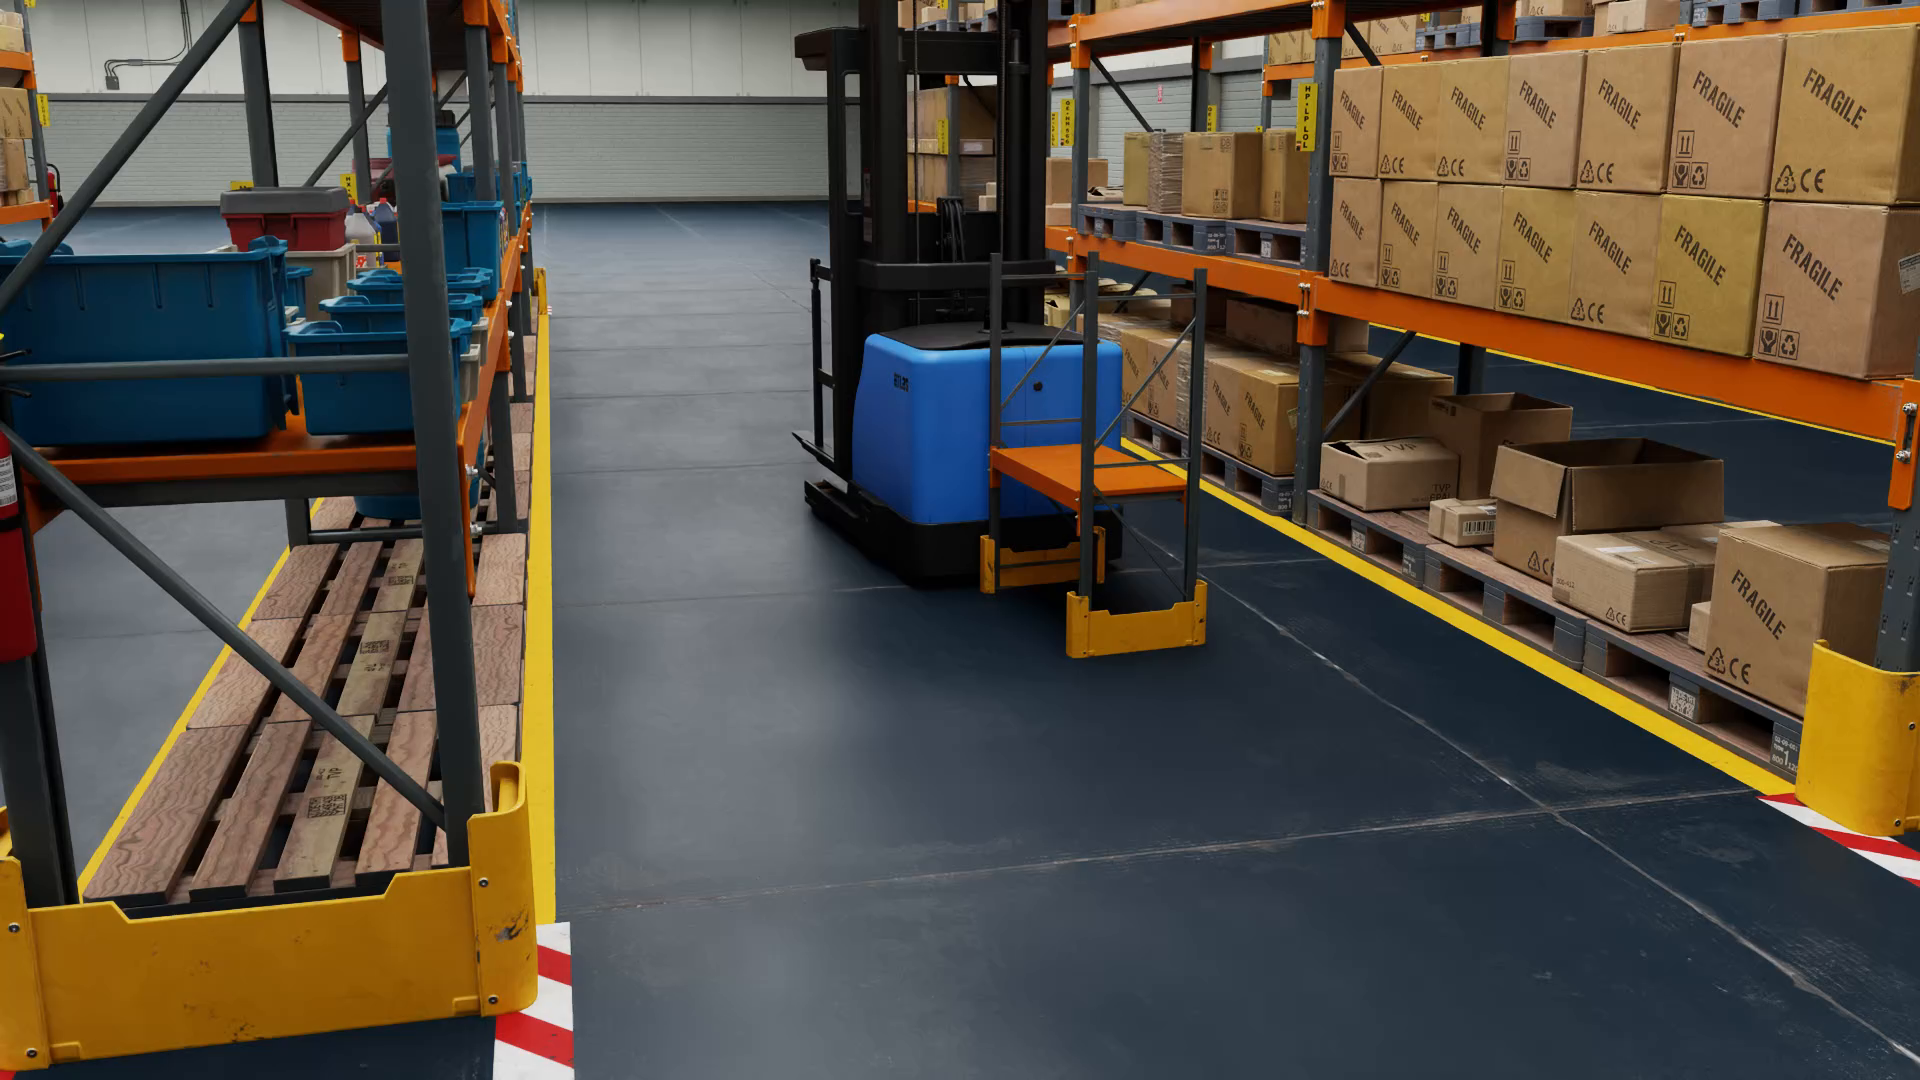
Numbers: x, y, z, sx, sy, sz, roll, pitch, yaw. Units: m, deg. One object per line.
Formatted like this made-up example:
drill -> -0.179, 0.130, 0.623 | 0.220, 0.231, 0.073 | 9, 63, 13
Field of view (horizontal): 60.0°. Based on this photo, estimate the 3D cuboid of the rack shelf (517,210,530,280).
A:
rack shelf -> -3.970, -2.321, 13.124 | 1.077, 0.370, 4.000 | -3, 14, -13

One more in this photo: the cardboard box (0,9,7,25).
cardboard box -> -9.707, -5.187, 16.492 | 0.380, 0.149, 0.250 | -4, 14, -16

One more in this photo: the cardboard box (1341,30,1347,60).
cardboard box -> 4.450, -5.664, 18.716 | 0.500, 0.500, 0.500 | -2, 14, -10

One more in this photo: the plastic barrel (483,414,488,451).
plastic barrel -> -2.884, -0.707, 9.359 | 0.421, 0.512, 0.421 | 0, 14, 0

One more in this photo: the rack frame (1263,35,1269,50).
rack frame -> 4.251, -7.521, 20.253 | 1.000, 3.000, 0.127 | -3, 14, -13

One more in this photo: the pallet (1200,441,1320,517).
pallet -> 2.027, -0.393, 9.590 | 1.003, 0.211, 1.213 | -3, 14, -13

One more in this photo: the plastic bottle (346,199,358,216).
plastic bottle -> -3.353, -1.711, 9.213 | 0.144, 0.351, 0.185 | -3, 14, -13

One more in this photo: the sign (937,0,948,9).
sign -> -0.163, -5.123, 15.499 | 0.100, 0.325, 0.005 | -3, 14, -13

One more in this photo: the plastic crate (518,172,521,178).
plastic crate -> -3.878, -2.887, 13.959 | 0.392, 0.384, 0.575 | -3, 14, -13

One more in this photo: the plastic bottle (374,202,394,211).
plastic bottle -> -3.713, -2.031, 10.683 | 0.152, 0.276, 0.135 | -3, 14, -13

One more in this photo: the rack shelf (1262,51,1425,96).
rack shelf -> 4.721, -5.254, 18.806 | 1.077, 0.370, 4.000 | -3, 14, -13

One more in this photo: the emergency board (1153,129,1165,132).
emergency board -> 3.304, -6.450, 28.509 | 0.194, 1.169, 0.643 | -3, 14, -13

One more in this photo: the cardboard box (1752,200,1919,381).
cardboard box -> 2.825, -0.776, 5.072 | 0.500, 0.500, 0.500 | -3, 14, -11

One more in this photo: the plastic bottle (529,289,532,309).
plastic bottle -> -4.456, -2.455, 16.966 | 0.152, 0.276, 0.135 | -4, 14, -15

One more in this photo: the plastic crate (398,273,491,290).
plastic crate -> -2.037, -0.939, 6.403 | 0.437, 0.125, 0.590 | -3, 14, -13

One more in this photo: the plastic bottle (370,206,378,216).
plastic bottle -> -3.544, -1.897, 10.145 | 0.097, 0.271, 0.097 | 0, 14, 0

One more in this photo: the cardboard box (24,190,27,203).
cardboard box -> -9.868, -3.545, 17.146 | 0.380, 0.149, 0.250 | -3, 14, -13

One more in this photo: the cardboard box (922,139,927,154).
cardboard box -> -0.193, -4.115, 17.372 | 0.380, 0.149, 0.250 | -3, 14, -12

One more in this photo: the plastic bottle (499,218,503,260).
plastic bottle -> -2.650, -1.740, 9.332 | 0.144, 0.351, 0.185 | -3, 14, -13

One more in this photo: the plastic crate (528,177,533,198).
plastic crate -> -4.970, -3.884, 18.318 | 0.499, 0.251, 0.616 | -3, 14, -13

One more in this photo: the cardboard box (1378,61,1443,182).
cardboard box -> 2.214, -1.853, 7.373 | 0.500, 0.500, 0.500 | -4, 14, -15

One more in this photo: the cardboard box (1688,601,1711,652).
cardboard box -> 2.820, 0.313, 5.867 | 0.380, 0.166, 0.250 | -3, 14, -13

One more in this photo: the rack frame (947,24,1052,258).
rack frame -> 0.376, -3.407, 16.054 | 1.000, 3.000, 0.127 | -3, 14, -13

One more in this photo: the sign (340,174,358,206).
sign -> -4.033, -2.256, 10.999 | 0.100, 0.325, 0.005 | -3, 14, -13

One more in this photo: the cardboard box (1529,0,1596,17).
cardboard box -> 5.531, -4.979, 15.071 | 0.500, 0.500, 0.500 | -4, 14, -15

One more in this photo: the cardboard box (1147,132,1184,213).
cardboard box -> 1.602, -2.377, 10.739 | 0.700, 0.500, 0.500 | -1, 14, -3

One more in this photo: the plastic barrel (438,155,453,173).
plastic barrel -> -4.256, -2.796, 13.265 | 0.433, 0.535, 0.433 | 0, 14, 0

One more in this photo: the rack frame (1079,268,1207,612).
rack frame -> 0.706, -0.294, 6.472 | 0.500, 1.500, 0.032 | -5, 15, -19

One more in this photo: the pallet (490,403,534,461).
pallet -> -3.274, -0.675, 10.746 | 1.003, 0.211, 1.213 | -3, 14, -13

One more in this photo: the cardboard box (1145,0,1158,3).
cardboard box -> 1.693, -3.654, 10.532 | 0.910, 0.500, 0.500 | -3, 14, -13

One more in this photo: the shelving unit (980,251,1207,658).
shelving unit -> 0.541, -0.406, 6.930 | 0.587, 1.500, 1.083 | -5, 15, -19

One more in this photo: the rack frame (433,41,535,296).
rack frame -> -5.379, -4.055, 18.704 | 1.000, 3.000, 0.127 | -3, 14, -13

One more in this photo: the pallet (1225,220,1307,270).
pallet -> 2.174, -1.659, 9.302 | 1.003, 0.211, 1.213 | -3, 14, -13

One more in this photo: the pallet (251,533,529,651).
pallet -> -2.350, 0.235, 7.019 | 1.003, 0.211, 1.213 | -3, 14, -13

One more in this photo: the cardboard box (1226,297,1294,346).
cardboard box -> 2.025, -1.397, 10.586 | 0.500, 0.250, 0.500 | -4, 14, -14

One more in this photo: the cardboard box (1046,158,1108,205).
cardboard box -> 0.906, -2.919, 13.846 | 0.500, 0.500, 0.500 | -4, 14, -16

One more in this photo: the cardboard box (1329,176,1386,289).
cardboard box -> 2.110, -1.478, 7.945 | 0.500, 0.500, 0.500 | -3, 14, -12

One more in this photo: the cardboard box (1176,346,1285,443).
cardboard box -> 1.635, -0.889, 10.087 | 0.500, 0.500, 0.500 | -3, 14, -12

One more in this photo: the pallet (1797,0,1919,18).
pallet -> 6.598, -3.724, 11.426 | 1.003, 0.211, 1.213 | -3, 14, -11

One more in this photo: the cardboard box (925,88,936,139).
cardboard box -> 0.029, -4.420, 17.256 | 0.700, 0.500, 0.500 | -3, 14, -13

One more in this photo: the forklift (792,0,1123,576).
forklift -> -0.207, -1.563, 8.651 | 1.130, 2.935, 3.031 | -5, 15, -19

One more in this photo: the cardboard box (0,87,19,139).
cardboard box -> -9.701, -4.230, 16.475 | 0.500, 0.500, 0.500 | -3, 14, -13

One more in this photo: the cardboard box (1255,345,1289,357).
cardboard box -> 2.132, -0.925, 10.231 | 0.500, 0.500, 0.500 | -3, 14, -13

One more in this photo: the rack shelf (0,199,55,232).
rack shelf -> -9.724, -2.968, 15.771 | 1.077, 0.370, 4.000 | -3, 14, -13

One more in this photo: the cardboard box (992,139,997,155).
cardboard box -> 0.501, -3.844, 16.263 | 0.380, 0.149, 0.250 | -3, 14, -13

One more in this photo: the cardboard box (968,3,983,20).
cardboard box -> 0.388, -5.349, 16.688 | 0.500, 0.311, 0.500 | -4, 14, -16

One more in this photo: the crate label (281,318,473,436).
crate label -> -1.359, -0.387, 3.917 | 0.416, 0.233, 0.303 | -3, 14, -13

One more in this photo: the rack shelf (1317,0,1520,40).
rack shelf -> 2.725, -2.208, 6.341 | 1.077, 0.370, 4.000 | -3, 14, -13

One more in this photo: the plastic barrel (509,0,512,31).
plastic barrel -> -3.955, -4.577, 13.464 | 0.600, 0.901, 0.600 | 0, 14, 0

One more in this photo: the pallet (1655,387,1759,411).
pallet -> 6.242, -1.221, 12.980 | 1.003, 0.211, 1.213 | -3, 14, -13

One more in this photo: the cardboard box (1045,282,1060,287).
cardboard box -> 0.594, -2.084, 14.366 | 0.500, 0.311, 0.500 | -3, 14, -12

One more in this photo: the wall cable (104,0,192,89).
wall cable -> -22.583, -15.504, 45.761 | 2.305, 6.003, 0.169 | -3, 14, -13

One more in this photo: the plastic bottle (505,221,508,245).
plastic bottle -> -2.927, -1.963, 10.558 | 0.097, 0.201, 0.097 | 0, 14, 0

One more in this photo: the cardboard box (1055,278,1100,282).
cardboard box -> 0.993, -2.236, 14.985 | 0.500, 0.311, 0.500 | -3, 14, -13
